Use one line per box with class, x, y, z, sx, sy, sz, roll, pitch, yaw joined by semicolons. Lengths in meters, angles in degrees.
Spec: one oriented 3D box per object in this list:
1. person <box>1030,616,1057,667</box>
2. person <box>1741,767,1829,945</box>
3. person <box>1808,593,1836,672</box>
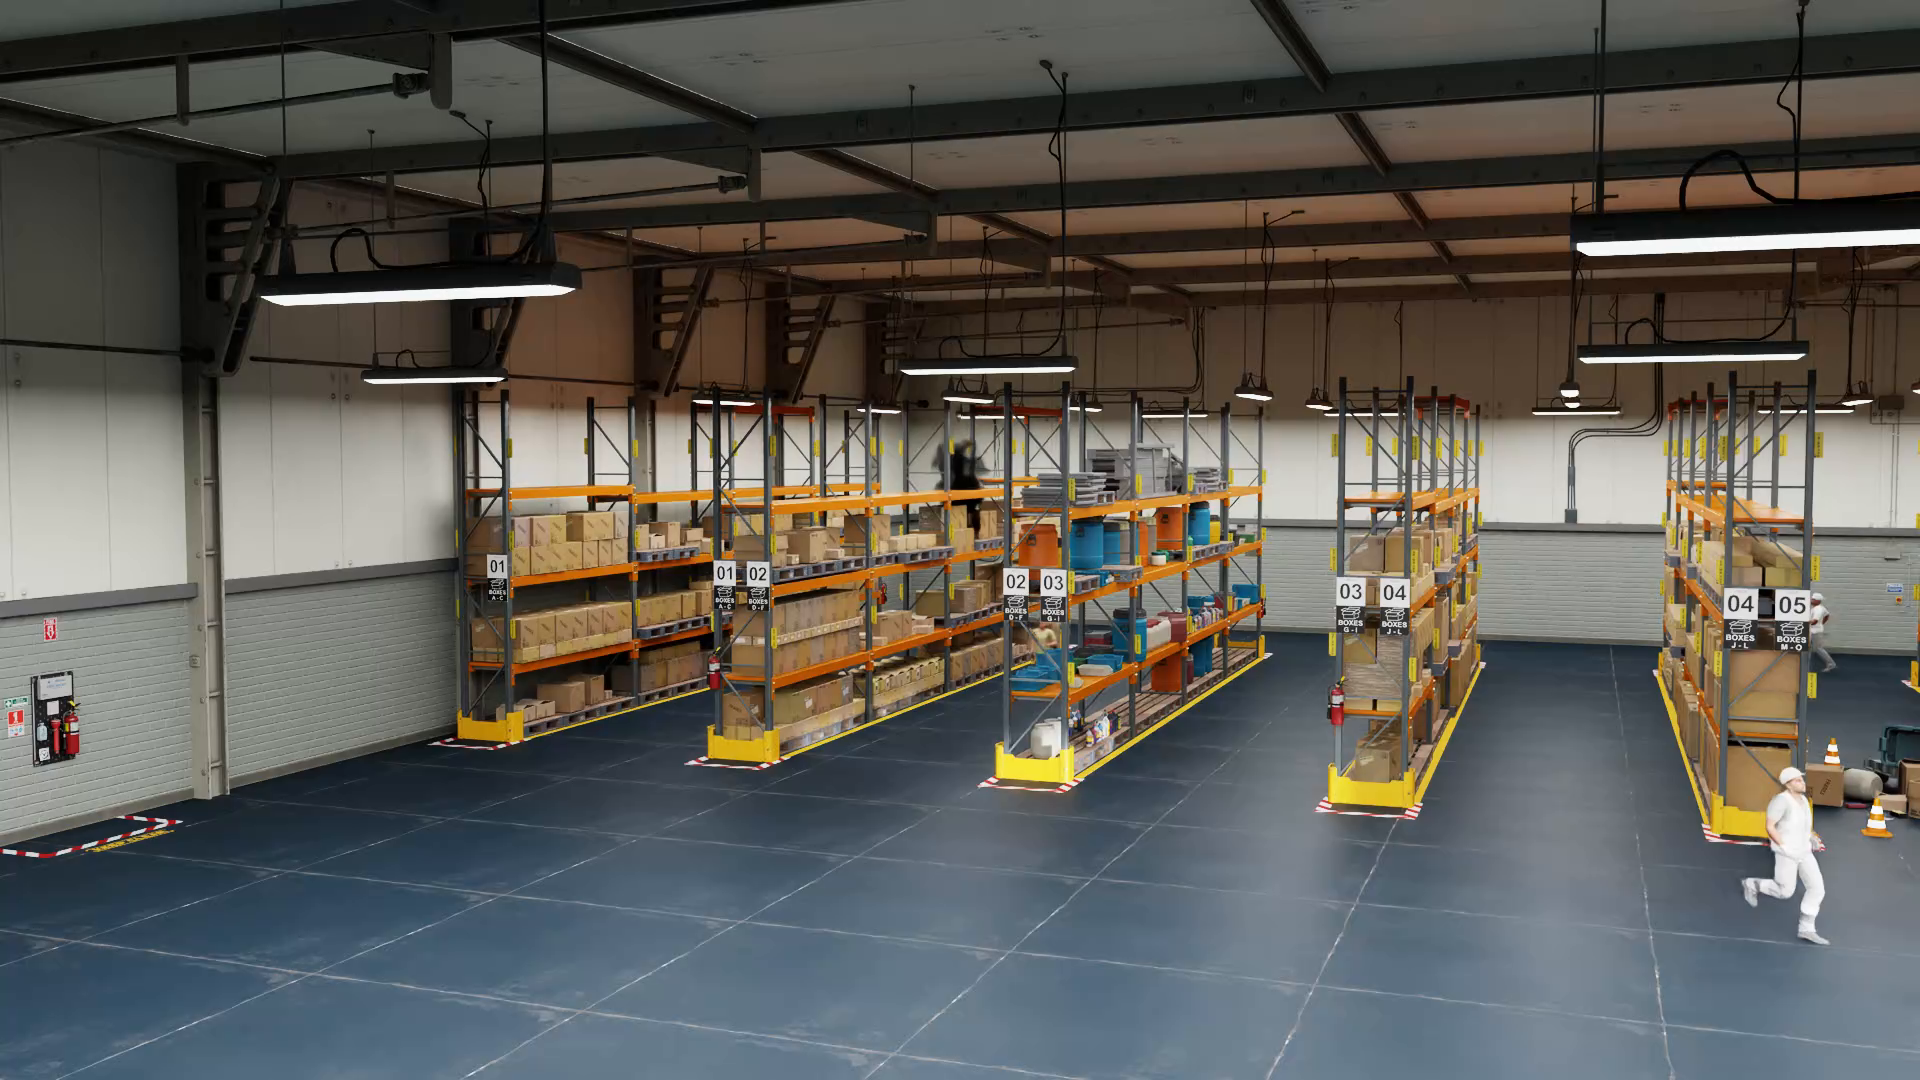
person;1.654;2.324;33.054;0.576;1.652;0.937;1;3;12
person;8.524;3.206;17.120;0.655;1.752;0.897;-2;4;-27
person;18.999;2.077;36.898;0.826;1.807;0.687;1;3;23
